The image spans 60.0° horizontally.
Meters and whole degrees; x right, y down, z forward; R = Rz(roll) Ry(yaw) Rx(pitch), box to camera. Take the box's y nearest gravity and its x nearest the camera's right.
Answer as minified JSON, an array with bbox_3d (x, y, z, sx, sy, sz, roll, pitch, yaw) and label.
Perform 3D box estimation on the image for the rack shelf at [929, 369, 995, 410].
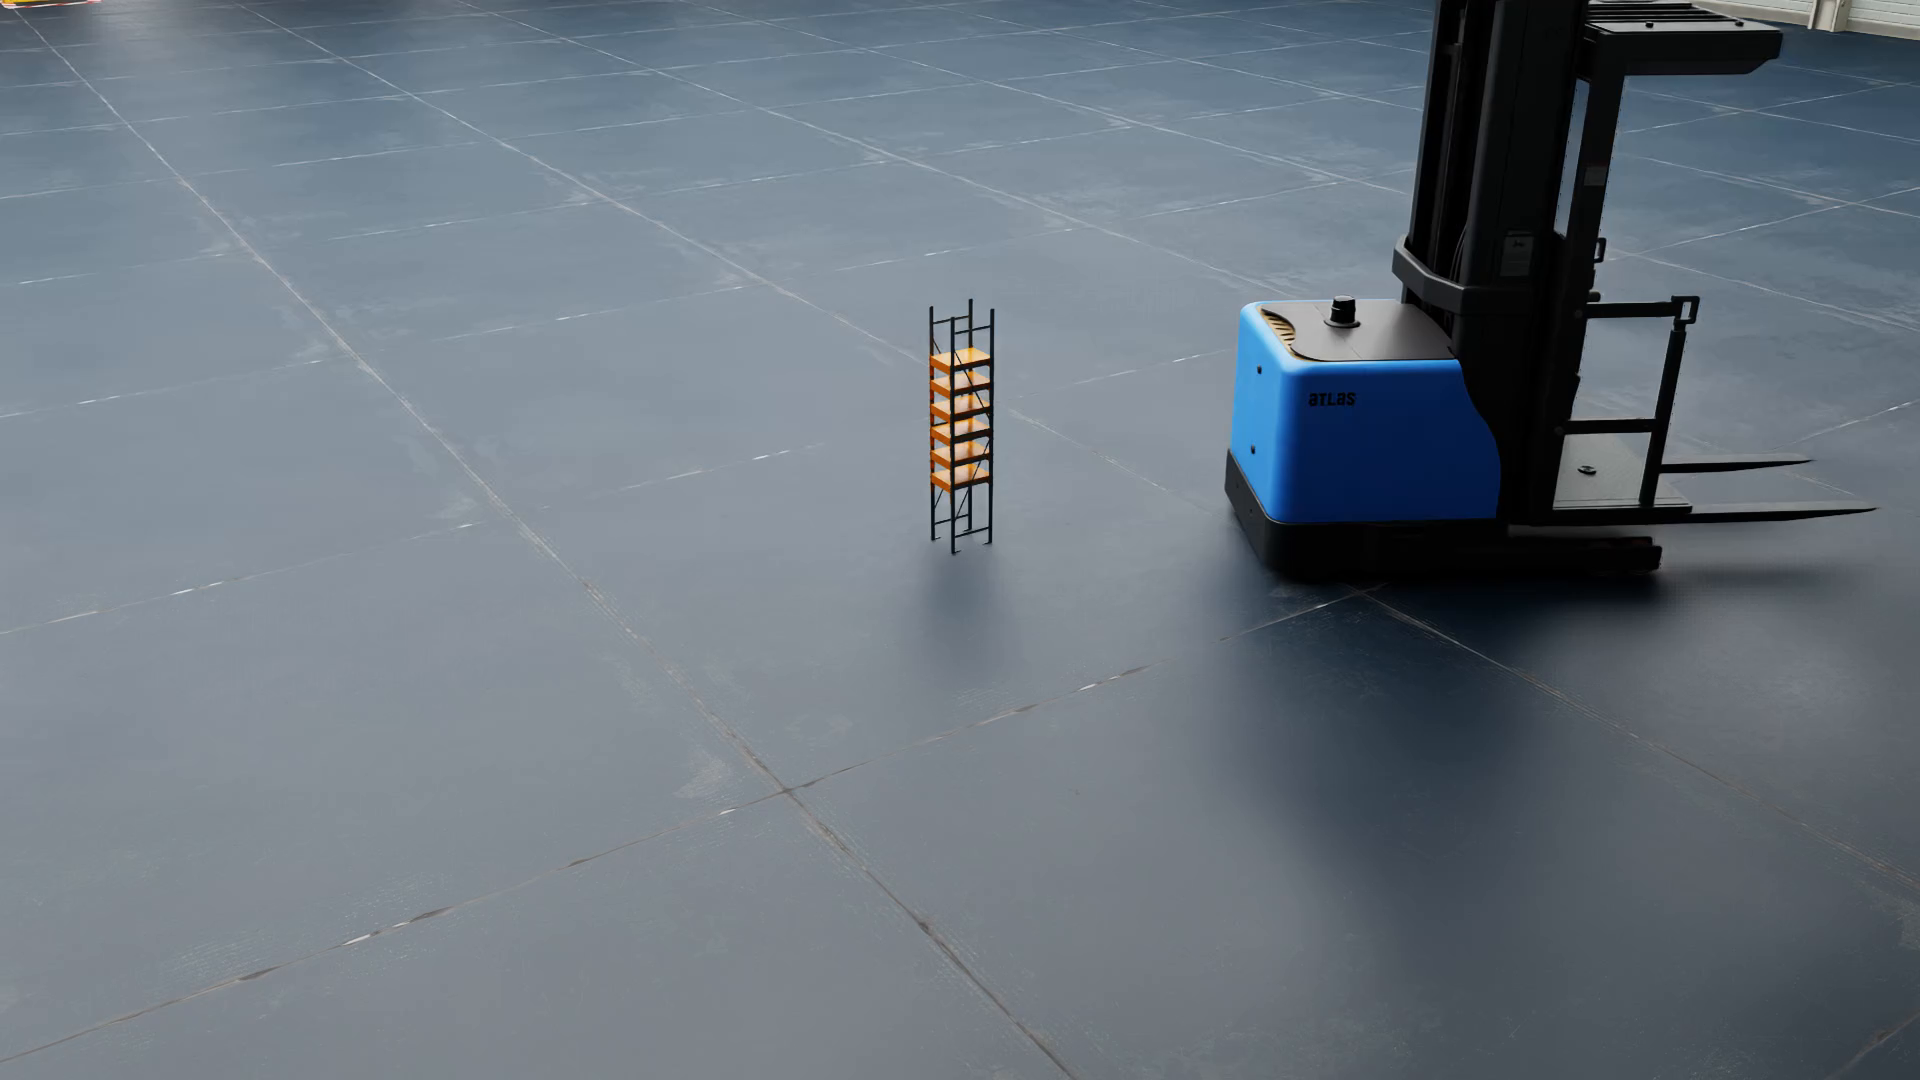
[{"bbox_3d":[0.008,-0.714,7.899,0.258,0.103,0.180,-16,29,-30],"label":"rack shelf"}]

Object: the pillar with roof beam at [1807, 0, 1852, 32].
[{"bbox_3d":[8.689,-10.310,19.549,9.100,9.000,0.400,-16,29,-30],"label":"pillar with roof beam"}]

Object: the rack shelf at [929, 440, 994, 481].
[{"bbox_3d":[0.008,-0.389,8.053,0.258,0.103,0.180,-16,29,-30],"label":"rack shelf"}]

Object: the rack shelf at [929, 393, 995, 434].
[{"bbox_3d":[0.008,-0.606,7.951,0.258,0.103,0.180,-16,29,-30],"label":"rack shelf"}]

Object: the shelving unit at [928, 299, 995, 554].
[{"bbox_3d":[0.008,-0.537,7.983,0.258,1.200,0.189,-16,29,-30],"label":"shelving unit"}]

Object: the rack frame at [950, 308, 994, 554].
[{"bbox_3d":[0.058,-0.505,7.914,0.240,1.200,0.006,-16,29,-30],"label":"rack frame"}]

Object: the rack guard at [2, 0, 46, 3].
[{"bbox_3d":[-14.596,-8.844,26.398,1.175,0.500,0.348,-16,29,-30],"label":"rack guard"}]

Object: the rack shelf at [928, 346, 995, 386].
[{"bbox_3d":[0.008,-0.823,7.848,0.258,0.103,0.180,-16,29,-30],"label":"rack shelf"}]

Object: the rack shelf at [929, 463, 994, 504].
[{"bbox_3d":[0.008,-0.280,8.104,0.258,0.103,0.180,-16,29,-30],"label":"rack shelf"}]

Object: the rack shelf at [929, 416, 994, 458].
[{"bbox_3d":[0.008,-0.497,8.002,0.258,0.103,0.180,-16,29,-30],"label":"rack shelf"}]

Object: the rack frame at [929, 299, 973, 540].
[{"bbox_3d":[-0.042,-0.570,8.052,0.240,1.200,0.006,-16,29,-30],"label":"rack frame"}]

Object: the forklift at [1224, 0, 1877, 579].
[{"bbox_3d":[2.911,-1.377,7.733,3.031,2.935,1.130,-2,25,-3],"label":"forklift"}]
